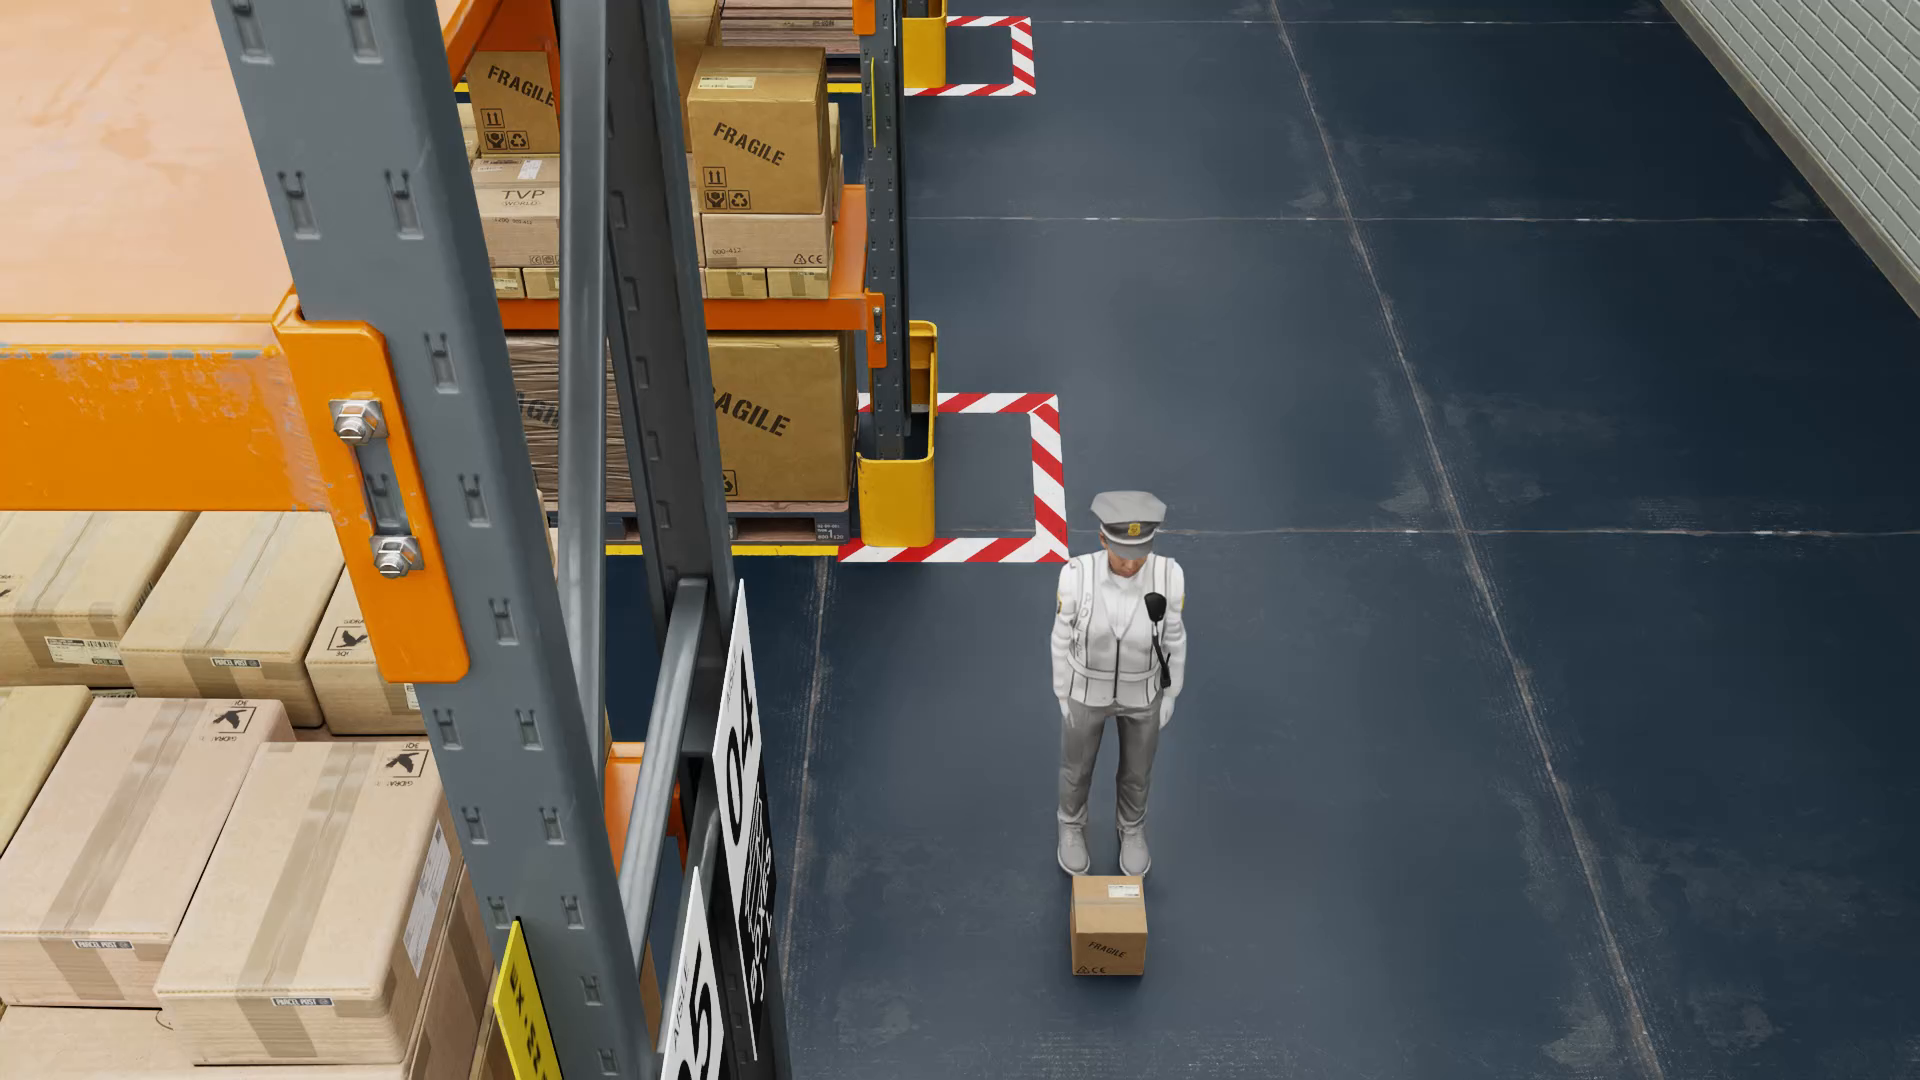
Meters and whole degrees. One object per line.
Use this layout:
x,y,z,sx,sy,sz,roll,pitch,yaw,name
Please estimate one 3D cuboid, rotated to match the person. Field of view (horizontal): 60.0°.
0.548,0.536,5.859,0.468,1.678,0.329,1,40,1,person
